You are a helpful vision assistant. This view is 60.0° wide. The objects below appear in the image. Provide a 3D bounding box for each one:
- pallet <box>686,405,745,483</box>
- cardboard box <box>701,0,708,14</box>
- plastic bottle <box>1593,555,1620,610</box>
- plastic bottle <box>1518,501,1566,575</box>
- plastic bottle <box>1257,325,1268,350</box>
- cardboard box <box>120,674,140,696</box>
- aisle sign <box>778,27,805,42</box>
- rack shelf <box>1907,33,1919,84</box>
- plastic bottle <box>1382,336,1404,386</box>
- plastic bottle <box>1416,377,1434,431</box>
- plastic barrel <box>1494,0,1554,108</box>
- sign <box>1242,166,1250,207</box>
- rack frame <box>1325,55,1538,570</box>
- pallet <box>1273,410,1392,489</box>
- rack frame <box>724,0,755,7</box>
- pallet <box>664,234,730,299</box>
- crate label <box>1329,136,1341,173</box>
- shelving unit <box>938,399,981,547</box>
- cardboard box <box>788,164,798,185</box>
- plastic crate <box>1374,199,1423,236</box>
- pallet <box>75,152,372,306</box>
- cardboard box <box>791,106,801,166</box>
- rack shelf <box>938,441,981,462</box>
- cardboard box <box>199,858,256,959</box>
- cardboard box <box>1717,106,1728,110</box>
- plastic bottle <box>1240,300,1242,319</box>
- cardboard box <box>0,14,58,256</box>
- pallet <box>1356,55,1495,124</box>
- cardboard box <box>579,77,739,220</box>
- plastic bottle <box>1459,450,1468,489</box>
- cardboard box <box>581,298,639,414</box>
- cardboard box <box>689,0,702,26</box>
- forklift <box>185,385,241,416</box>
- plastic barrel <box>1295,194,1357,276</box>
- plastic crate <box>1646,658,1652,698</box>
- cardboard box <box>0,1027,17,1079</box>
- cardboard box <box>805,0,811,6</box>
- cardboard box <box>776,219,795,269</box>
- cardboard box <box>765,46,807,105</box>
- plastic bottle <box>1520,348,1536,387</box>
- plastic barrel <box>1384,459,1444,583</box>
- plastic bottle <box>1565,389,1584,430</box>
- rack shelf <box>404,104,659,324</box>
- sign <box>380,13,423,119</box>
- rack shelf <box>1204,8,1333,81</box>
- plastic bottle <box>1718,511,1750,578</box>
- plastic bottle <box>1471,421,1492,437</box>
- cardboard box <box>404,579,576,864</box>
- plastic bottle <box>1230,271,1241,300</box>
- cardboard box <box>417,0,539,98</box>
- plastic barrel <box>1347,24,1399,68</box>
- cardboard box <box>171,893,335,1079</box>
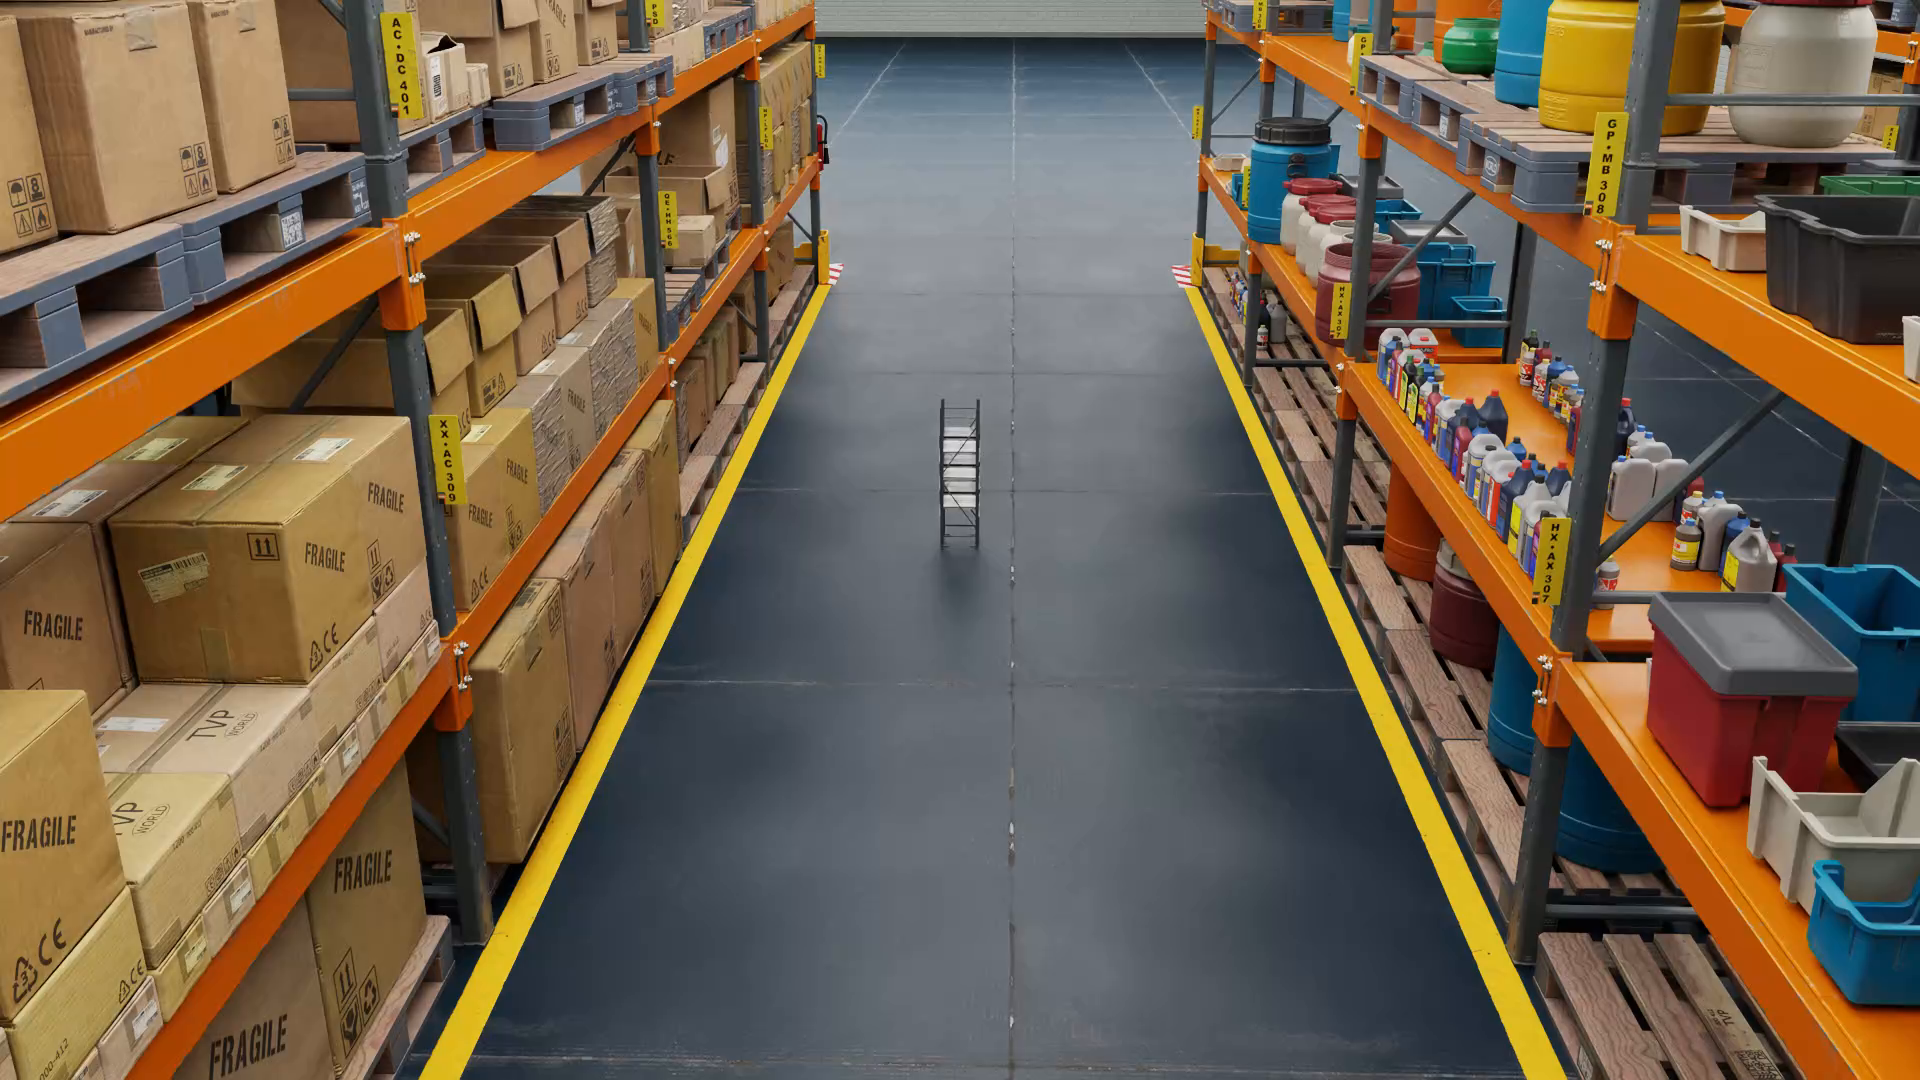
[{"bbox_3d":[-2.151,-0.712,12.071,1.003,0.211,1.213,1,21,2],"label":"pallet"},{"bbox_3d":[-2.023,-3.926,11.959,0.396,0.266,0.258,1,21,4],"label":"cardboard box"},{"bbox_3d":[2.427,0.153,6.263,0.097,0.201,0.097,0,21,0],"label":"plastic bottle"},{"bbox_3d":[2.313,-0.009,6.576,0.152,0.276,0.135,1,21,2],"label":"plastic bottle"},{"bbox_3d":[2.556,-1.716,14.065,0.097,0.201,0.097,0,21,0],"label":"plastic bottle"},{"bbox_3d":[-2.634,0.435,5.057,0.500,0.250,0.500,1,21,1],"label":"cardboard box"},{"bbox_3d":[-1.671,-5.413,16.738,0.394,0.787,0.004,1,21,2],"label":"aisle sign"},{"bbox_3d":[7.746,-2.965,10.871,1.077,0.370,4.000,1,21,2],"label":"rack shelf"},{"bbox_3d":[2.367,-0.980,9.086,0.097,0.271,0.097,0,21,0],"label":"plastic bottle"},{"bbox_3d":[2.342,-0.681,8.316,0.097,0.271,0.097,0,21,0],"label":"plastic bottle"},{"bbox_3d":[2.512,-2.235,6.722,0.600,0.901,0.708,1,21,2],"label":"plastic barrel"},{"bbox_3d":[2.307,-2.820,13.267,0.100,0.325,0.005,1,21,2],"label":"sign"},{"bbox_3d":[2.734,-1.235,9.564,1.000,3.000,0.127,1,21,2],"label":"rack frame"},{"bbox_3d":[2.837,-0.654,11.923,1.003,0.211,1.213,1,21,2],"label":"pallet"},{"bbox_3d":[-2.095,-5.532,12.347,1.000,3.000,0.127,1,21,2],"label":"rack frame"},{"bbox_3d":[-2.197,-1.916,11.585,1.003,0.211,1.213,1,21,2],"label":"pallet"},{"bbox_3d":[3.192,-3.475,15.290,0.502,0.435,0.616,1,21,2],"label":"crate label"},{"bbox_3d":[0.000,-0.417,10.359,0.258,0.900,0.210,1,21,2],"label":"shelving unit"},{"bbox_3d":[-1.716,-3.416,15.533,0.380,0.149,0.250,1,21,2],"label":"cardboard box"},{"bbox_3d":[3.133,-2.271,12.258,0.392,0.384,0.575,1,21,2],"label":"plastic crate"},{"bbox_3d":[-2.373,-0.904,4.688,1.003,0.211,1.213,1,21,2],"label":"pallet"},{"bbox_3d":[-1.971,-3.806,15.642,0.875,0.500,0.500,1,21,2],"label":"cardboard box"},{"bbox_3d":[0.000,-0.553,10.306,0.258,0.077,0.200,1,21,2],"label":"rack shelf"},{"bbox_3d":[-2.067,0.945,4.294,0.380,0.149,0.250,1,21,3],"label":"cardboard box"},{"bbox_3d":[7.702,-4.281,16.380,0.380,0.149,0.250,0,21,1],"label":"cardboard box"},{"bbox_3d":[2.588,-2.105,15.068,0.097,0.201,0.097,0,21,0],"label":"plastic bottle"},{"bbox_3d":[-2.480,-0.865,3.607,0.700,0.500,0.500,2,21,4],"label":"cardboard box"},{"bbox_3d":[2.613,-2.269,8.346,1.003,0.211,1.213,1,21,2],"label":"pallet"},{"bbox_3d":[-2.259,-2.925,12.511,1.000,1.000,1.000,1,21,2],"label":"cardboard box"},{"bbox_3d":[2.315,-0.331,7.510,0.097,0.201,0.097,0,21,0],"label":"plastic bottle"},{"bbox_3d":[-2.005,-0.974,8.755,0.500,0.500,0.500,0,21,1],"label":"cardboard box"},{"bbox_3d":[-1.917,-3.500,10.425,0.500,0.500,0.500,0,21,0],"label":"cardboard box"},{"bbox_3d":[-4.565,-1.703,10.867,1.130,2.935,3.031,1,21,2],"label":"forklift"},{"bbox_3d":[2.585,-2.135,11.698,0.433,0.535,0.433,0,21,0],"label":"plastic barrel"},{"bbox_3d":[2.456,0.473,5.444,0.396,0.136,0.243,1,21,2],"label":"plastic crate"},{"bbox_3d":[-2.166,1.176,3.147,0.500,0.250,0.500,0,21,1],"label":"cardboard box"},{"bbox_3d":[-1.734,-5.333,16.187,0.500,0.250,0.500,1,21,3],"label":"cardboard box"},{"bbox_3d":[-2.009,-2.986,16.954,0.500,0.500,0.500,5,22,12],"label":"cardboard box"},{"bbox_3d":[-1.752,-4.451,15.921,0.500,0.500,0.500,1,21,2],"label":"cardboard box"},{"bbox_3d":[3.127,-0.950,9.104,0.097,0.201,0.097,0,21,0],"label":"plastic bottle"},{"bbox_3d":[2.737,-0.242,9.424,0.600,0.830,0.708,1,21,2],"label":"plastic barrel"},{"bbox_3d":[3.102,-0.655,8.345,0.097,0.201,0.097,0,21,0],"label":"plastic bottle"},{"bbox_3d":[-2.277,-1.629,7.428,1.077,0.370,4.000,1,21,2],"label":"rack shelf"},{"bbox_3d":[-1.783,-1.514,5.312,0.100,0.325,0.005,1,21,2],"label":"sign"},{"bbox_3d":[2.917,-4.467,14.743,1.077,0.370,4.000,1,21,2],"label":"rack shelf"},{"bbox_3d":[3.043,0.018,6.513,0.097,0.271,0.097,0,21,0],"label":"plastic bottle"},{"bbox_3d":[2.380,-0.411,7.620,0.097,0.271,0.097,0,21,0],"label":"plastic bottle"},{"bbox_3d":[-2.338,0.720,6.882,1.225,0.875,0.875,1,21,2],"label":"cardboard box"},{"bbox_3d":[2.611,-2.408,15.752,0.097,0.271,0.097,0,21,0],"label":"plastic bottle"},{"bbox_3d":[-2.257,-2.193,7.163,0.797,0.503,0.637,0,21,1],"label":"cardboard box"},{"bbox_3d":[2.540,-3.031,10.238,0.301,0.262,0.301,0,21,0],"label":"plastic barrel"},{"bbox_3d":[-2.465,1.515,4.834,0.875,0.875,0.875,1,21,2],"label":"cardboard box"}]
